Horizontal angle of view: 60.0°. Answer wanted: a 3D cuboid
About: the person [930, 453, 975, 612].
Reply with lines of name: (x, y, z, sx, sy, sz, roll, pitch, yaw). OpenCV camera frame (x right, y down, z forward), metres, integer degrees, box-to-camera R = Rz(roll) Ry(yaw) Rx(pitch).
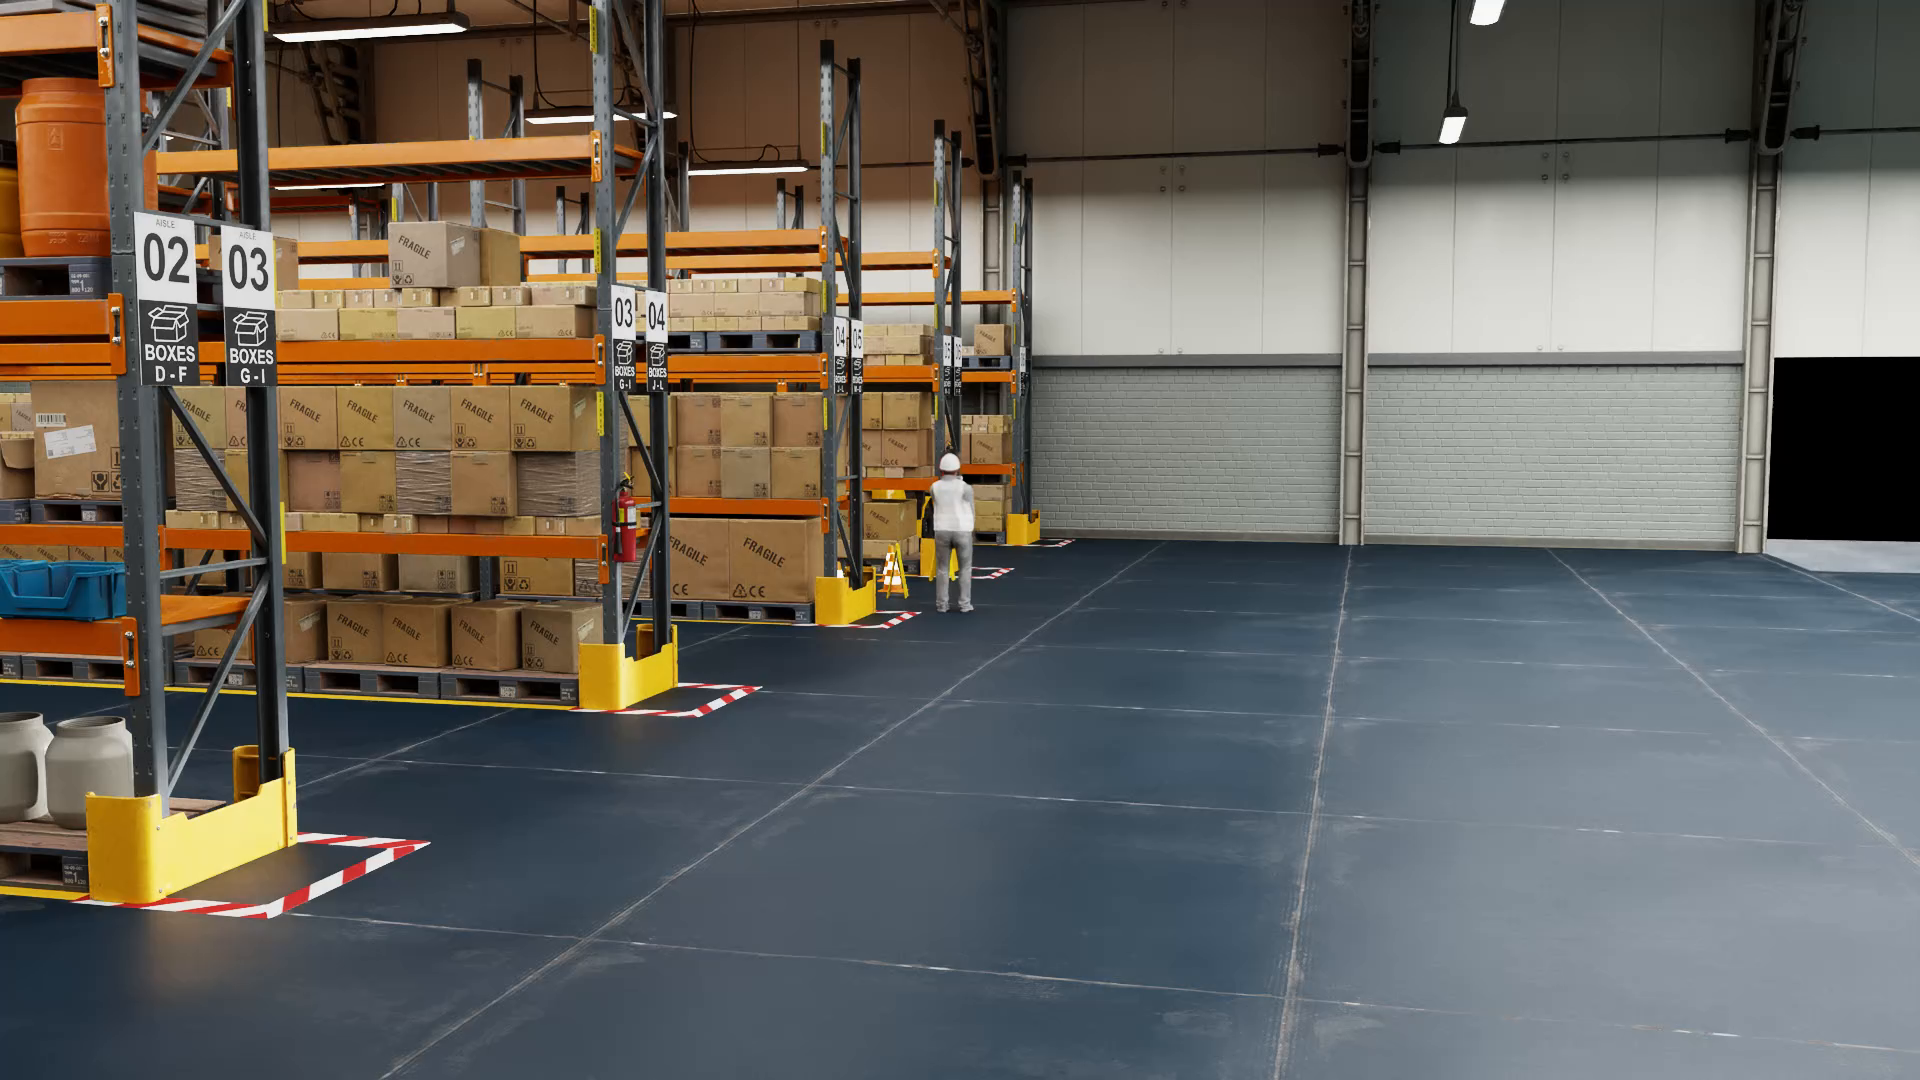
person: (-0.069, -0.089, 18.474, 0.494, 1.762, 0.556, 1, 5, 14)
